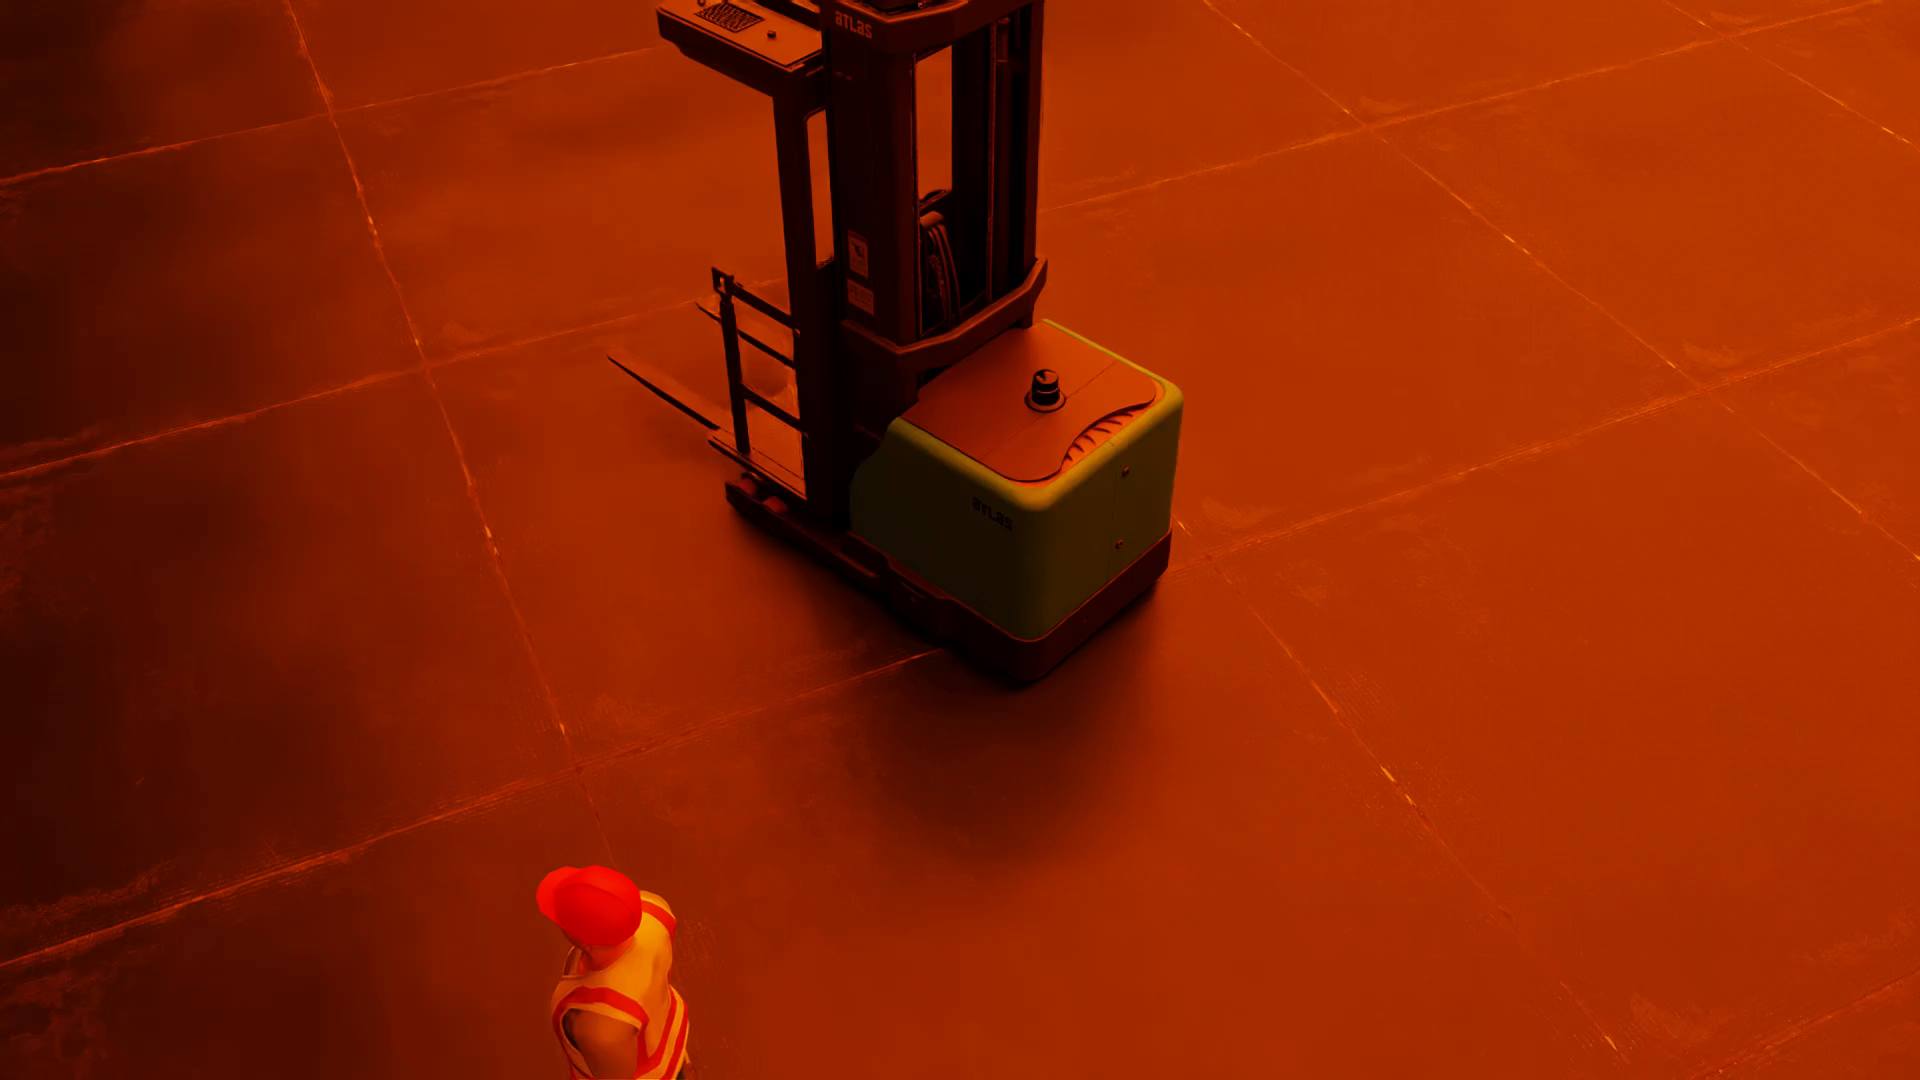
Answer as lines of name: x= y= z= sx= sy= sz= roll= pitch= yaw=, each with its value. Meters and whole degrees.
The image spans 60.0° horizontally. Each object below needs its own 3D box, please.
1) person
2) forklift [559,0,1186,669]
person: x=-0.983 y=1.527 z=4.881 sx=0.369 sy=1.795 sz=0.526 roll=5 pitch=43 yaw=5
forklift: x=-0.546 y=-1.290 z=7.062 sx=3.031 sy=2.935 sz=1.130 roll=23 pitch=48 yaw=23
